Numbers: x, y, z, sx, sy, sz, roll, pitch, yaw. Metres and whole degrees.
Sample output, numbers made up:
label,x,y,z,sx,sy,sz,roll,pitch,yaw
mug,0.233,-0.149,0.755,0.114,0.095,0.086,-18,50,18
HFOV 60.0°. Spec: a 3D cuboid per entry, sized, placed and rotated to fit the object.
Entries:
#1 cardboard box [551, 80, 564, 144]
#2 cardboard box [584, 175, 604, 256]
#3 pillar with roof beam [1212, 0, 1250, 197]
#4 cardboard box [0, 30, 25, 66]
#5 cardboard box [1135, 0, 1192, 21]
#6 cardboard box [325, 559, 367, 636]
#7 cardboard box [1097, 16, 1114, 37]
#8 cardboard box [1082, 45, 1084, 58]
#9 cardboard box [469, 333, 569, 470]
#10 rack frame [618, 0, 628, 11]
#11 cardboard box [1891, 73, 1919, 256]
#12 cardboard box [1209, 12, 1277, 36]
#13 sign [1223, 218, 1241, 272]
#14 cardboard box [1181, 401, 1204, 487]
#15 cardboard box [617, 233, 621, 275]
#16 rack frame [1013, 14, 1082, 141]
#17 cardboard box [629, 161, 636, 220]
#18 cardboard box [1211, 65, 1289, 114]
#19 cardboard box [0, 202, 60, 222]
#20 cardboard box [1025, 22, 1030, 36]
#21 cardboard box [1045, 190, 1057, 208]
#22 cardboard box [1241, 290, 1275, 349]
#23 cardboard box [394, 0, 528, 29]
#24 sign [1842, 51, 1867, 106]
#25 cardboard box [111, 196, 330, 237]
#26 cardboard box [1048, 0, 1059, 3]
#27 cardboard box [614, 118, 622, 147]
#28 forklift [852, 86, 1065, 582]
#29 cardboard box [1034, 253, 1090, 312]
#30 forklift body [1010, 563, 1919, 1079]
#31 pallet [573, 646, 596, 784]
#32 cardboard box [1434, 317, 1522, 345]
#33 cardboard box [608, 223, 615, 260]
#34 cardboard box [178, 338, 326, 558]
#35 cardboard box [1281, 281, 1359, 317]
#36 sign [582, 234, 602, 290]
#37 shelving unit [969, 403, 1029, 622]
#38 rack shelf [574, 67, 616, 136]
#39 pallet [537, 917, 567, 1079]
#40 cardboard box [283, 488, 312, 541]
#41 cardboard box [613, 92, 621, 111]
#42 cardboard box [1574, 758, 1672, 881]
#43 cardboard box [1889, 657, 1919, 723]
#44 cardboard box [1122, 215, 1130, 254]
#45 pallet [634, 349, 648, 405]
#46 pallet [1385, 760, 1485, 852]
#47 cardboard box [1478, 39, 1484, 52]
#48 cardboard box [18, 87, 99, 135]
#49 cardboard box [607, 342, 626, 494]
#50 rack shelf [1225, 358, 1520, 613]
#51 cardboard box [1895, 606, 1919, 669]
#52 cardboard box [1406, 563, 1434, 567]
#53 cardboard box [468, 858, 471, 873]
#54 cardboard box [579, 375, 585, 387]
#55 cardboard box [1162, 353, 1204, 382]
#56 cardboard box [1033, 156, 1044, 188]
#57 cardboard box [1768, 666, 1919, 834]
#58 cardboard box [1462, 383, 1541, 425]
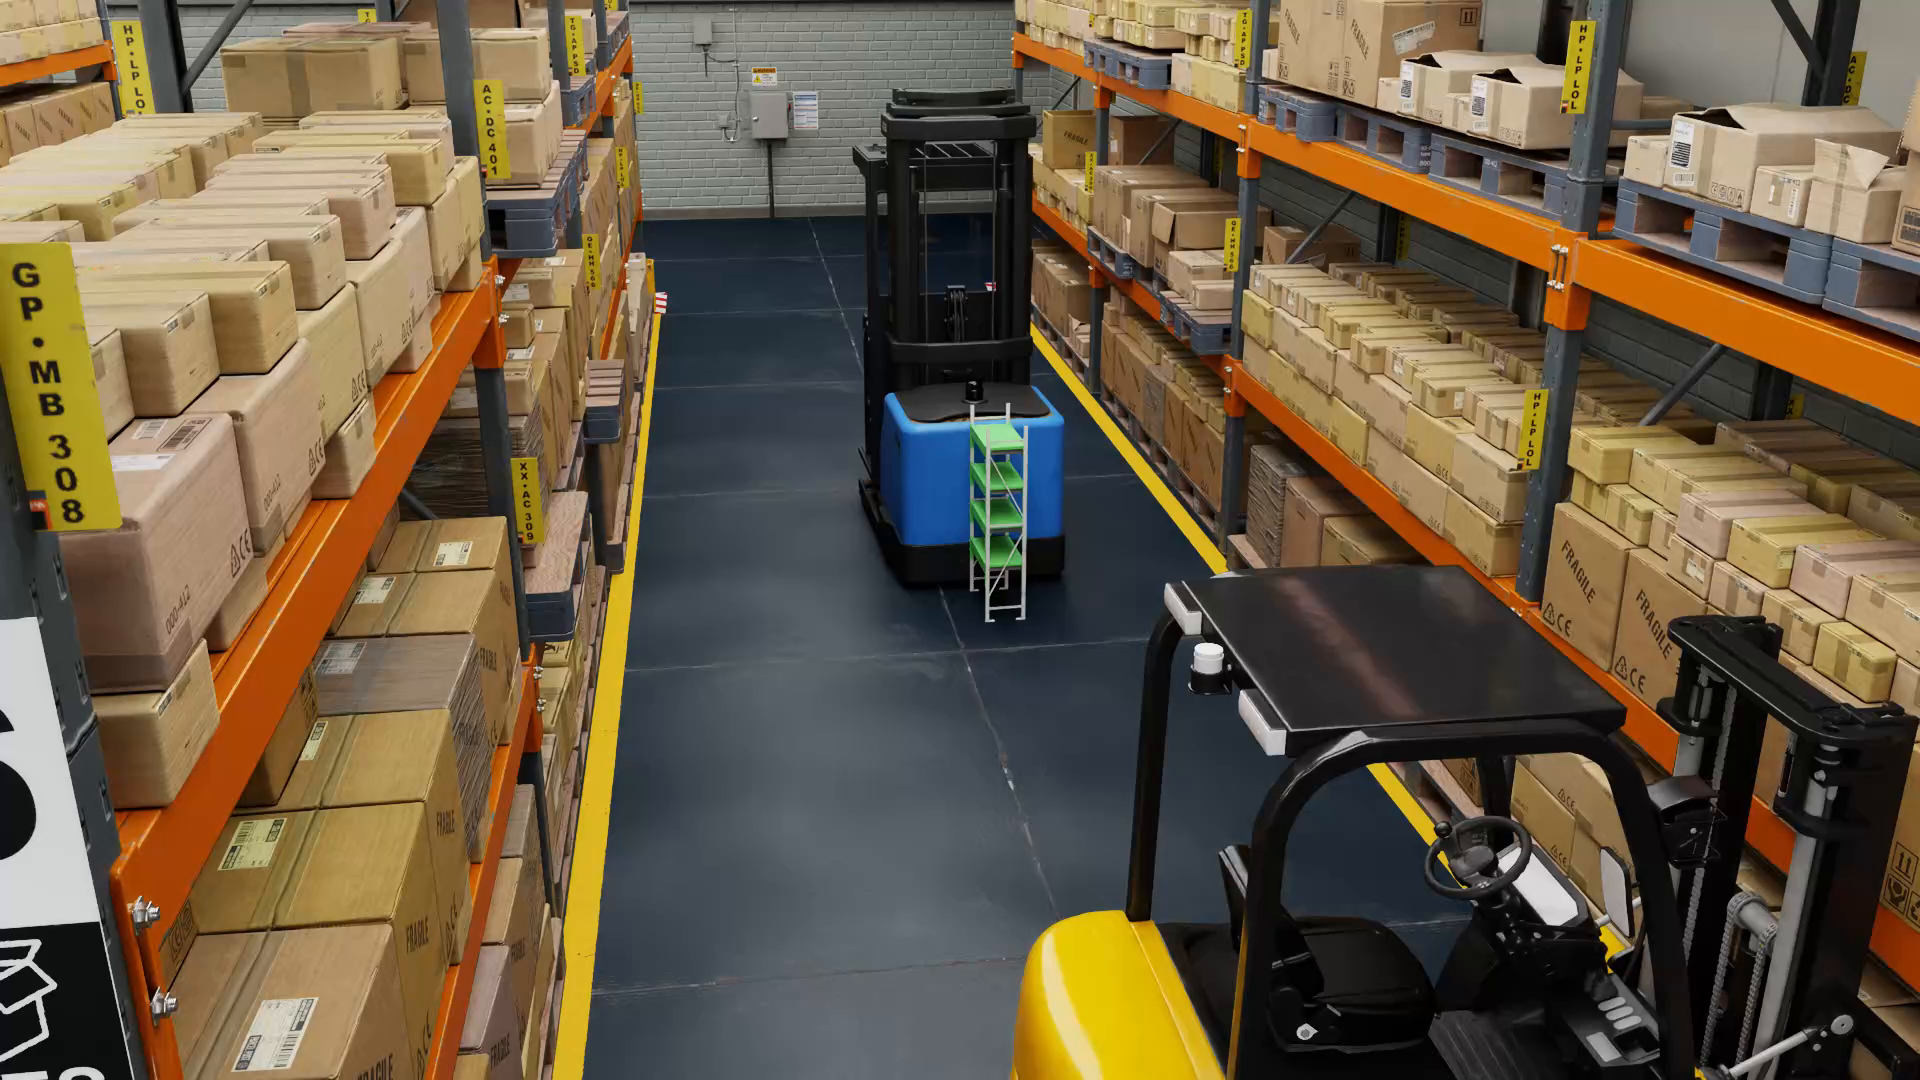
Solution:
label,x,y,z,sx,sy,sz,roll,pitch,yaw
cardboard box,-1.974,-1.810,7.103,0.500,0.250,0.500,-3,21,-8
cardboard box,-2.664,-2.142,11.091,0.500,0.500,0.500,-2,21,-6
pillar with roof beam,-1.829,-5.609,13.371,9.100,9.000,0.400,-3,21,-8
cardboard box,-8.098,-4.055,13.714,0.500,0.250,0.500,-2,21,-5
cardboard box,1.510,-3.922,12.333,0.380,0.149,0.250,-3,21,-7
cardboard box,-2.217,-0.021,4.987,0.700,0.500,0.500,-3,21,-7
cardboard box,1.292,-4.045,13.088,0.380,0.149,0.250,-3,21,-7
cardboard box,1.264,-4.211,14.275,0.380,0.149,0.250,-3,21,-8
cardboard box,-2.033,-0.612,7.400,0.500,0.500,0.500,-3,21,-8
rack frame,-3.848,-6.672,16.220,1.000,3.000,0.127,-3,21,-8
cardboard box,2.969,-0.976,4.365,0.797,0.503,0.637,-2,21,-6
cardboard box,1.857,-3.385,10.925,0.380,0.149,0.250,-3,21,-9
sign,1.681,-1.819,10.256,0.100,0.325,0.005,-3,21,-8
cardboard box,1.881,-0.679,11.719,0.500,0.500,0.500,-3,21,-9
cardboard box,-2.957,-2.264,13.206,0.500,0.250,0.500,-3,21,-9
rack frame,1.063,-4.114,17.943,1.000,3.000,0.127,-3,21,-8
cardboard box,-3.288,-3.225,15.421,0.500,0.500,0.500,-2,21,-6
cardboard box,1.902,-2.844,10.472,0.500,0.250,0.500,-4,21,-10
cardboard box,-2.137,-0.615,3.508,0.380,0.149,0.250,-2,21,-6
cardboard box,0.879,-5.279,17.136,0.380,0.149,0.250,-2,21,-7
cardboard box,1.034,-3.330,16.203,0.380,0.149,0.250,-2,21,-7
cardboard box,2.014,-1.341,10.018,0.500,0.250,0.500,-3,21,-8
cardboard box,-2.899,-2.865,9.566,0.797,0.503,0.637,-4,21,-11
sign,3.342,-1.672,6.266,0.100,0.325,0.005,-3,21,-8
cardboard box,-1.579,-0.645,3.589,0.380,0.149,0.250,-2,21,-7
cardboard box,1.103,-5.130,15.451,0.500,0.250,0.500,-2,21,-6
cardboard box,-3.167,-3.345,14.312,0.500,0.500,0.500,-3,21,-8
forklift,-0.116,-1.590,11.284,1.130,2.935,3.031,-4,21,-10
cardboard box,1.142,-2.625,16.930,0.700,0.500,0.500,-2,21,-6
forklift body,1.291,1.259,4.771,2.313,2.155,1.214,-3,21,-8
pallet,-2.411,0.906,8.488,1.003,0.211,1.213,-3,21,-8
cardboard box,2.704,-1.062,8.701,0.380,0.149,0.250,-2,21,-6
cardboard box,-2.807,-2.149,12.183,0.500,0.250,0.500,-2,21,-6
cardboard box,-1.414,-0.159,2.857,0.500,0.250,0.500,-3,21,-9
cardboard box,2.073,-1.389,9.579,0.380,0.149,0.250,-2,21,-6
sign,-2.159,-1.628,9.747,0.100,0.325,0.005,-3,21,-8
shelving unit,0.225,-0.166,9.947,0.258,1.200,0.503,-4,21,-10
rack shelf,-2.983,-2.853,11.309,1.077,0.370,4.000,-3,21,-8
pallet,-1.986,1.830,6.016,1.003,0.211,1.213,-3,21,-8
cardboard box,-1.501,-0.097,3.261,0.380,0.149,0.250,-4,21,-9
cardboard box,-3.261,-3.947,14.998,0.380,0.149,0.250,-3,21,-8
cardboard box,2.616,1.025,6.086,0.500,0.250,0.500,-3,21,-8
cardboard box,2.886,0.435,4.693,0.380,0.149,0.250,-3,21,-8
cardboard box,1.460,-2.362,12.846,0.396,0.266,0.258,-2,21,-5
pallet,-3.304,-1.438,14.765,1.003,0.211,1.213,-3,21,-8
pallet,2.648,1.094,7.985,1.003,0.211,1.213,-3,21,-8
cardboard box,2.574,-2.685,9.301,0.500,0.250,0.500,-3,21,-8
cardboard box,-8.347,-3.911,15.403,0.500,0.500,0.500,-4,21,-10
cardboard box,-2.837,-0.846,11.631,0.875,0.875,0.875,-3,21,-7
rack shelf,2.505,-0.314,8.799,1.077,0.370,4.000,-3,21,-8
cardboard box,2.883,0.292,4.653,0.380,0.149,0.250,-3,21,-7
cardboard box,2.602,0.508,8.364,0.875,0.625,0.625,-3,21,-8
cardboard box,-1.613,0.948,4.750,0.380,0.149,0.250,-3,21,-9
cardboard box,-2.196,-0.808,8.851,0.380,0.149,0.250,-4,21,-10
cardboard box,1.731,-1.292,12.434,0.380,0.149,0.250,-4,21,-10
cardboard box,1.011,-3.662,16.524,0.500,0.250,0.500,-3,21,-9
cardboard box,2.816,0.691,4.936,0.500,0.500,0.500,-3,21,-7
cardboard box,2.486,-0.593,7.446,0.380,0.149,0.250,-3,21,-8
